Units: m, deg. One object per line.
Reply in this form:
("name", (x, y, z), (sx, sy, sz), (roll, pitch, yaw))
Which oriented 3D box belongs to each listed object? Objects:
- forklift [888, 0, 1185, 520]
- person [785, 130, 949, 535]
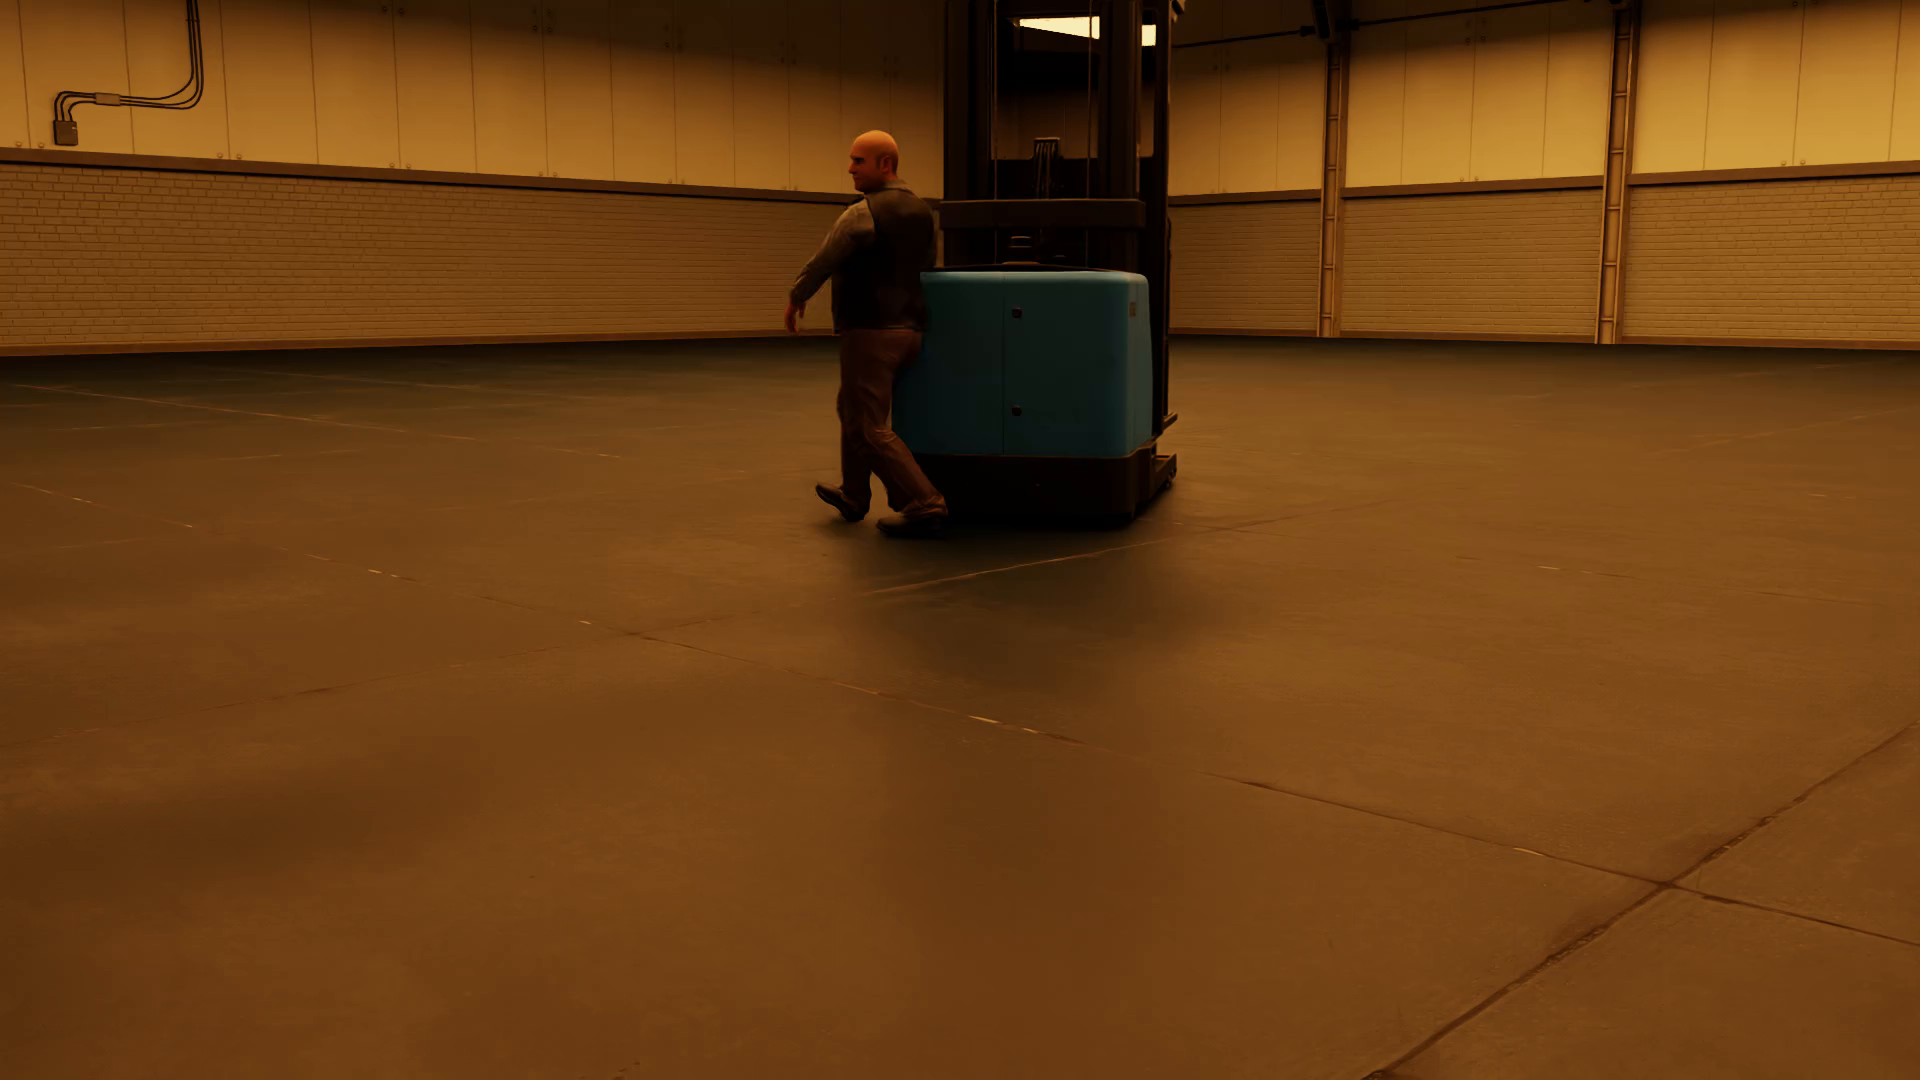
("forklift", (0.513, -1.716, 8.270), (1.130, 2.935, 3.031), (2, 9, 13))
("person", (-0.344, -0.859, 6.986), (0.831, 1.656, 0.684), (4, 9, 25))
